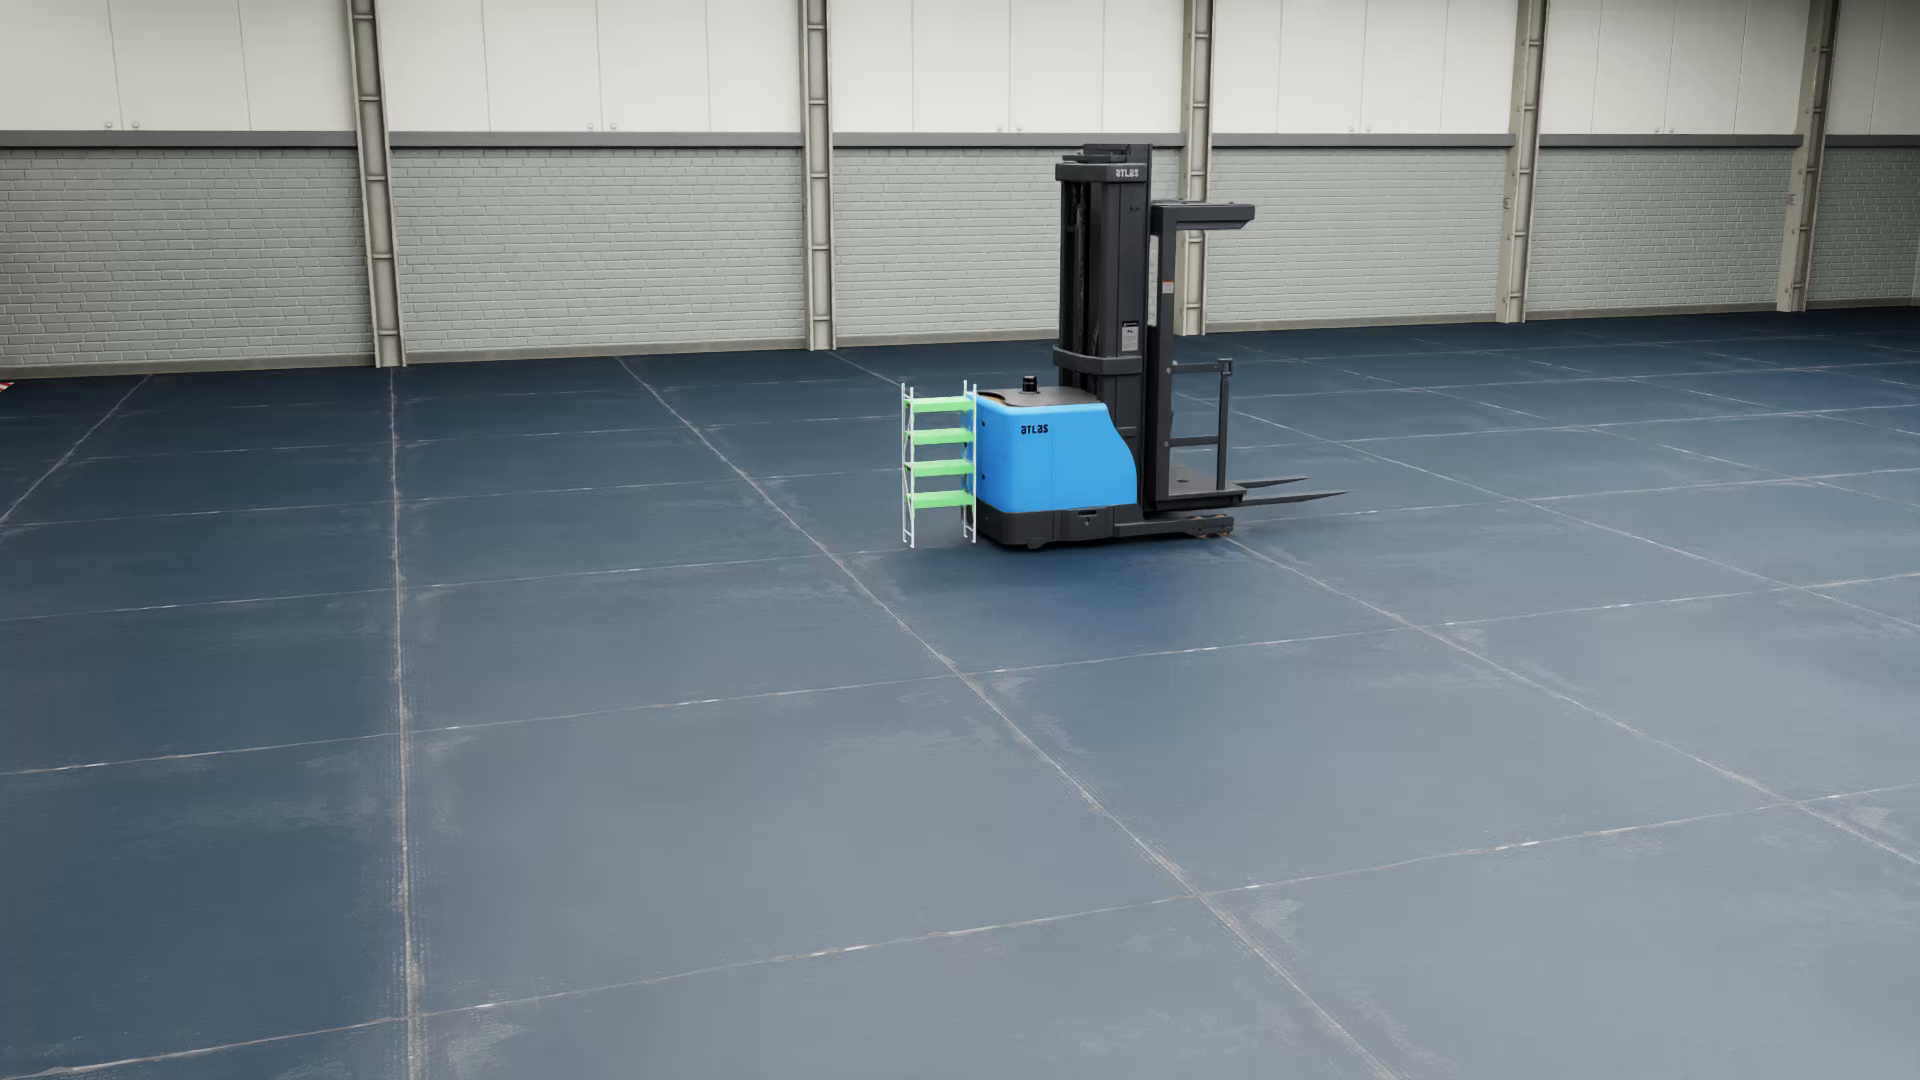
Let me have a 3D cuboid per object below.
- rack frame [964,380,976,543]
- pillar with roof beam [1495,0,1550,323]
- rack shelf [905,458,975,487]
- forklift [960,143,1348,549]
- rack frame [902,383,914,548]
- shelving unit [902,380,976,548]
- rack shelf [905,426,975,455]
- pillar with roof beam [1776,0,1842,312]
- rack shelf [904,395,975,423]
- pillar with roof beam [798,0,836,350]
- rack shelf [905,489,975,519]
[{"bbox_3d":[0.074,-0.590,12.528,0.015,1.200,0.240,-4,14,-18],"label":"rack frame"},{"bbox_3d":[10.697,-7.135,23.191,0.400,9.000,9.100,-4,14,-18],"label":"pillar with roof beam"},{"bbox_3d":[-0.157,-0.509,12.467,0.480,0.148,0.258,-4,14,-18],"label":"rack shelf"},{"bbox_3d":[1.573,-1.546,12.808,3.031,2.935,1.130,-5,14,-19],"label":"forklift"},{"bbox_3d":[-0.388,-0.553,12.377,0.015,1.200,0.240,-4,14,-18],"label":"rack frame"},{"bbox_3d":[-0.157,-0.571,12.453,0.503,1.200,0.258,-4,14,-18],"label":"shelving unit"},{"bbox_3d":[-0.157,-0.743,12.412,0.480,0.148,0.258,-4,14,-18],"label":"rack shelf"},{"bbox_3d":[16.383,-7.577,25.052,0.400,9.000,9.100,-4,14,-18],"label":"pillar with roof beam"},{"bbox_3d":[-0.157,-0.976,12.356,0.480,0.148,0.258,-4,14,-18],"label":"rack shelf"},{"bbox_3d":[-0.677,-6.249,19.467,0.400,9.000,9.100,-4,14,-18],"label":"pillar with roof beam"},{"bbox_3d":[-0.157,-0.276,12.523,0.480,0.148,0.258,-4,14,-18],"label":"rack shelf"}]
